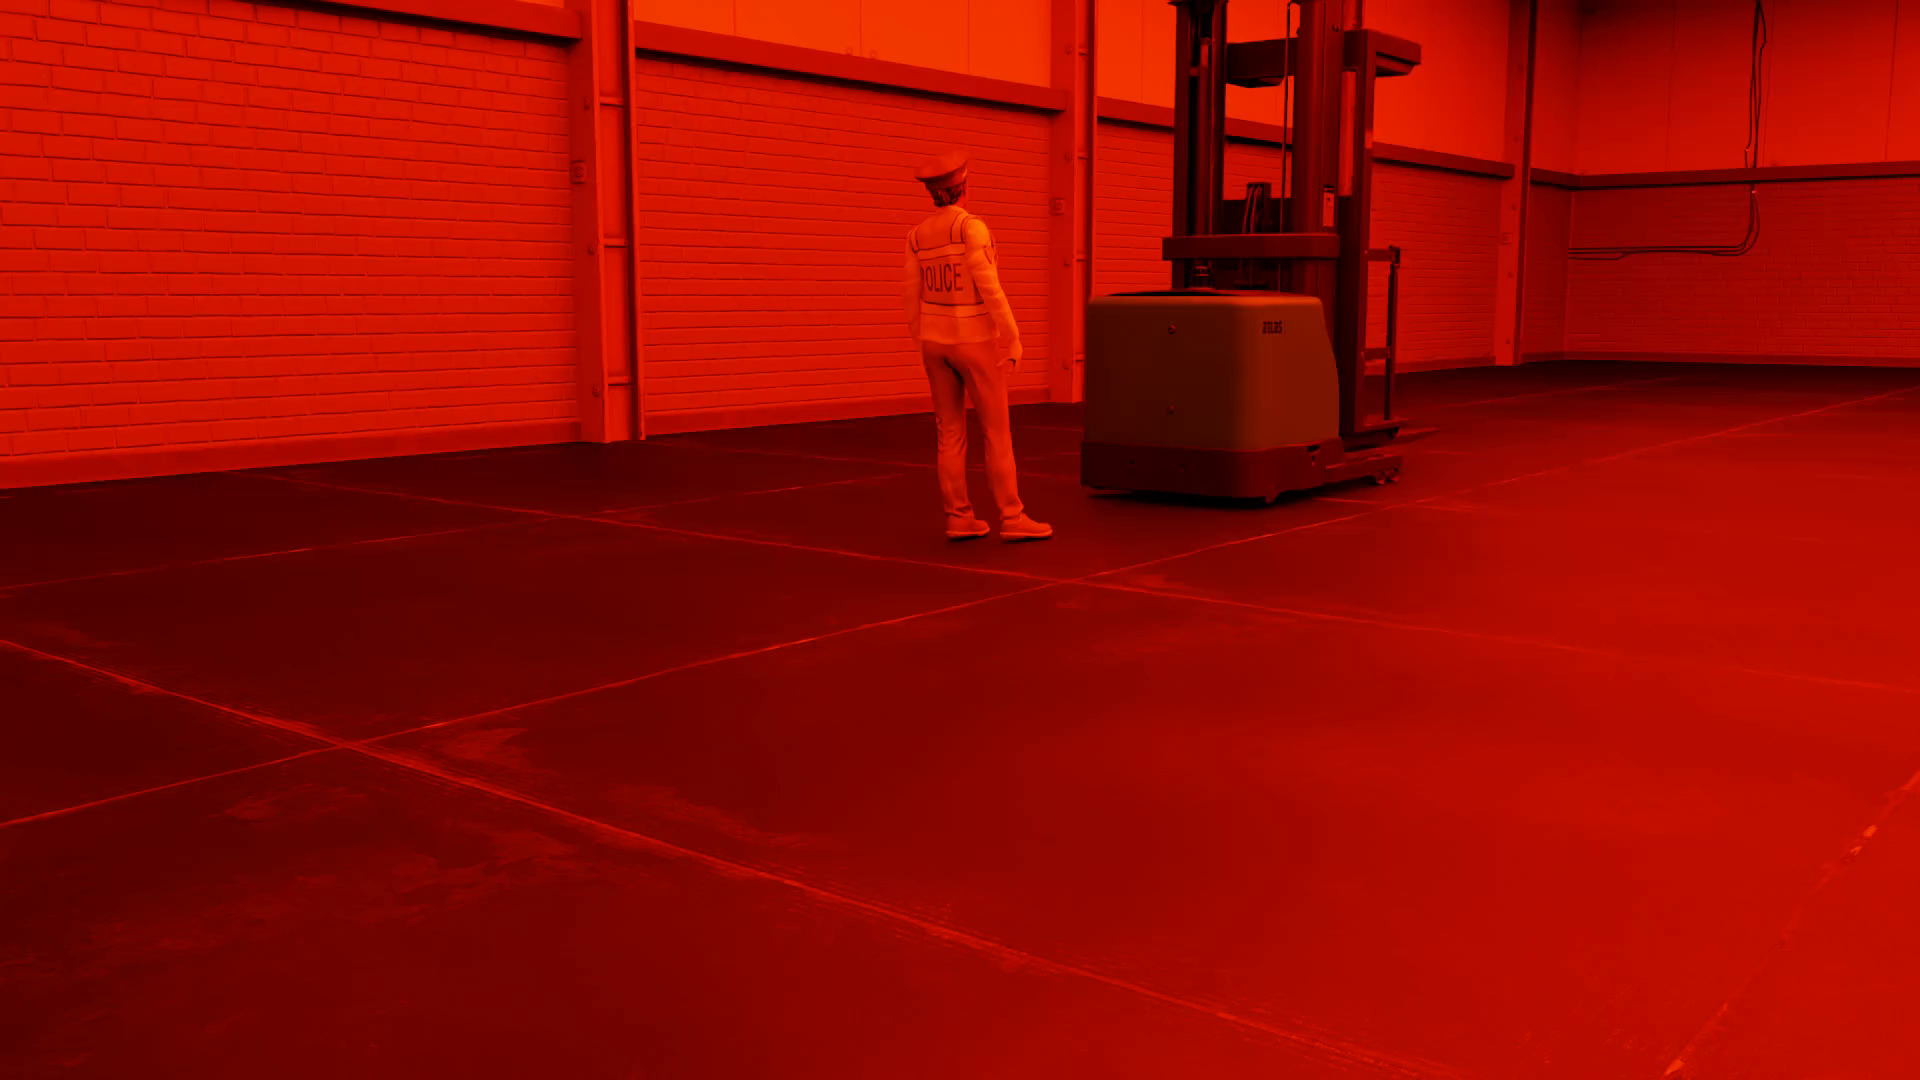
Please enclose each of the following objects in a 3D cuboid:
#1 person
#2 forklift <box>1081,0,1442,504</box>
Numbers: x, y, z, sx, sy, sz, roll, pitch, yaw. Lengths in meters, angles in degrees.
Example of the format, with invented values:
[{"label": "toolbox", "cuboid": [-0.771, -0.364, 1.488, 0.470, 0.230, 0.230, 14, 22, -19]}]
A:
[{"label": "person", "cuboid": [0.049, -0.853, 7.330, 0.586, 1.694, 0.530, 7, 11, 38]}, {"label": "forklift", "cuboid": [1.941, -1.804, 9.606, 1.130, 2.935, 3.031, 6, 10, 37]}]
